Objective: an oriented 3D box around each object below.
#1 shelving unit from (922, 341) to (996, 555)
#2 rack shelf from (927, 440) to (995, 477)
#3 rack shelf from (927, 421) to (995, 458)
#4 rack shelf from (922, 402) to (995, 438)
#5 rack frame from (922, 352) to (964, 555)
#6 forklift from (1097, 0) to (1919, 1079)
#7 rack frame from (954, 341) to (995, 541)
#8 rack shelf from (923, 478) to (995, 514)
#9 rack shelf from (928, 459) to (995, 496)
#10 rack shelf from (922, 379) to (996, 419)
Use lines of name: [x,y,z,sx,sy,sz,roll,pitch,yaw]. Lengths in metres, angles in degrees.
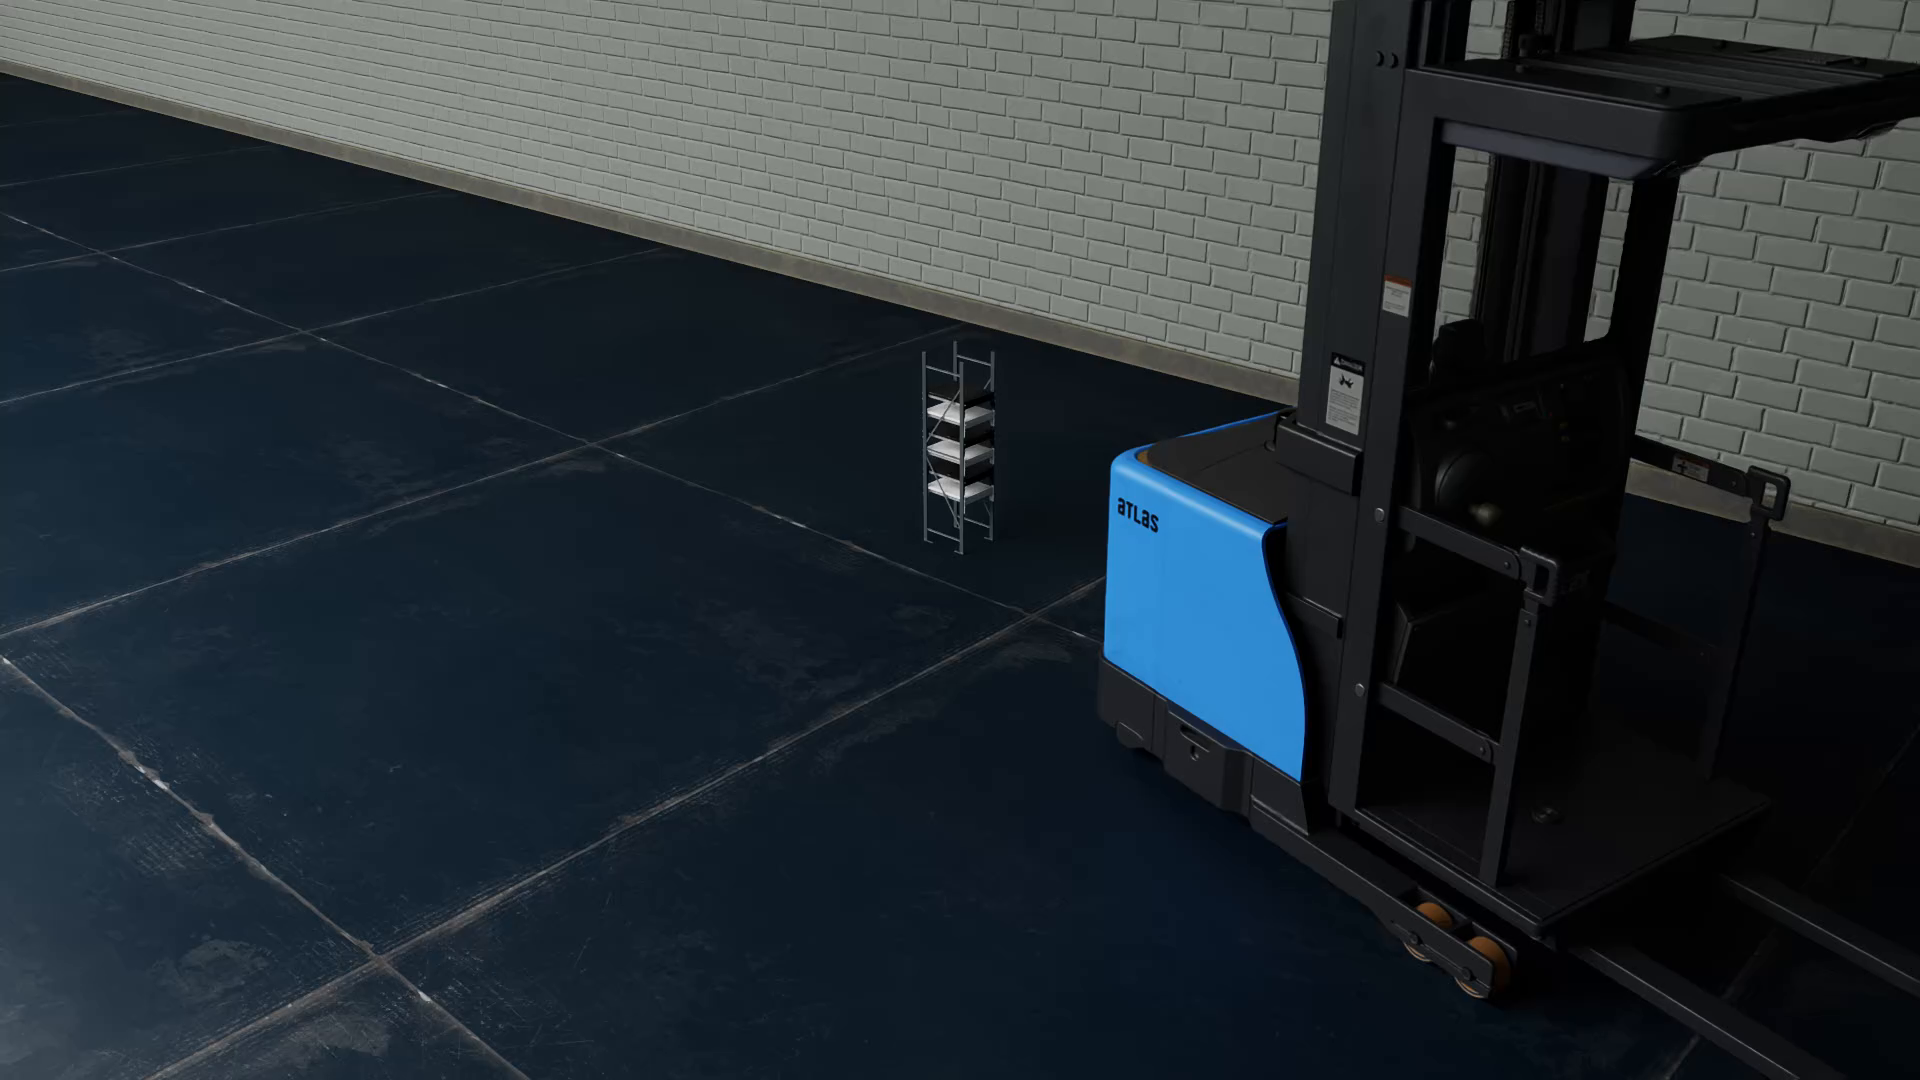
shelving unit: [-0.005,-0.408,7.422,0.258,0.900,0.210,20,31,38]
rack shelf: [-0.005,-0.378,7.436,0.258,0.077,0.200,20,31,38]
rack shelf: [-0.005,-0.460,7.399,0.258,0.077,0.200,20,31,38]
rack shelf: [-0.005,-0.542,7.362,0.258,0.077,0.200,20,31,38]
rack frame: [-0.073,-0.377,7.353,0.240,0.900,0.006,20,31,38]
forklift: [1.735,-0.263,4.617,1.130,2.935,3.031,-15,28,-31]
rack frame: [0.062,-0.439,7.492,0.240,0.900,0.006,20,31,38]
rack shelf: [-0.005,-0.213,7.510,0.258,0.077,0.200,20,31,38]
rack shelf: [-0.005,-0.296,7.473,0.258,0.077,0.200,20,31,38]
rack shelf: [-0.005,-0.624,7.326,0.258,0.077,0.200,20,31,38]
